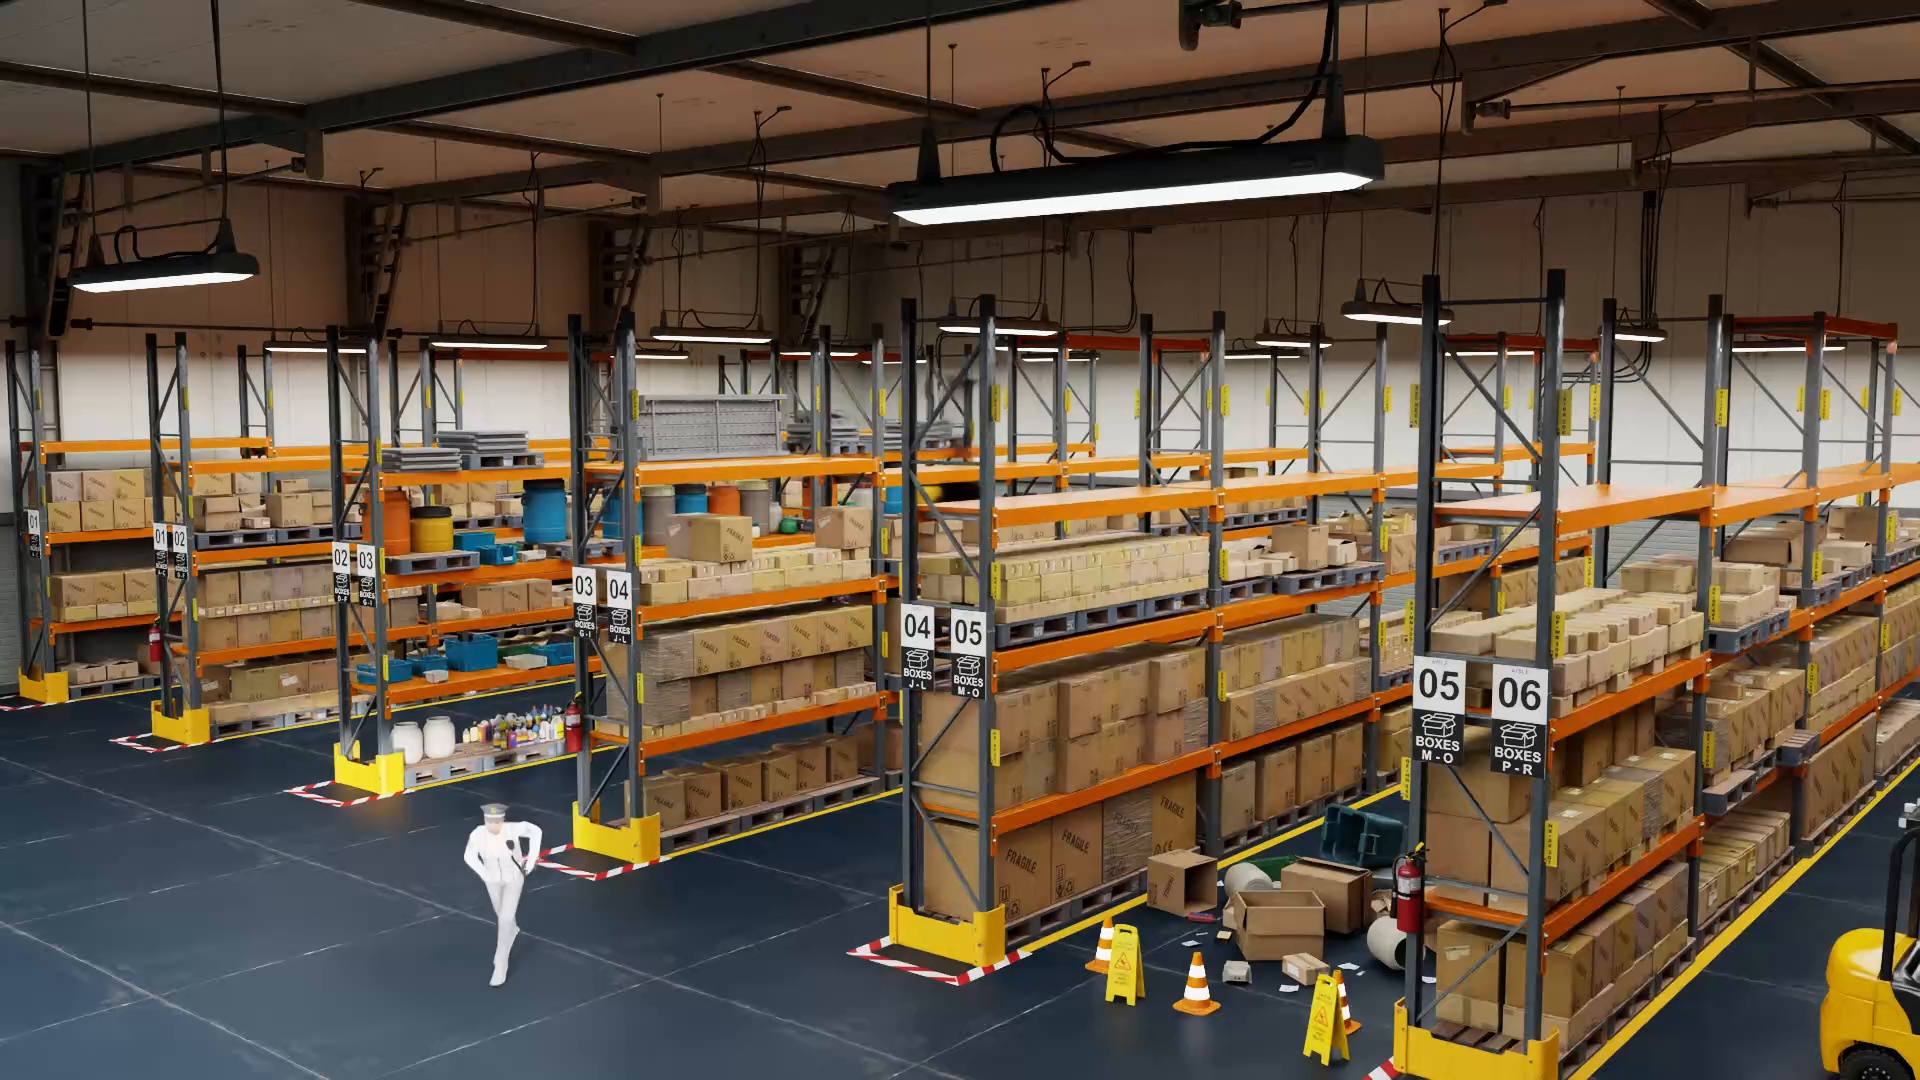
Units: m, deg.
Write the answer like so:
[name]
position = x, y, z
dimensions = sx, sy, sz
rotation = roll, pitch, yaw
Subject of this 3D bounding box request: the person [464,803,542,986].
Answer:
[person]
position = -4.054, 3.065, 14.852
dimensions = 0.657, 1.627, 0.964
rotation = -1, 5, -6
